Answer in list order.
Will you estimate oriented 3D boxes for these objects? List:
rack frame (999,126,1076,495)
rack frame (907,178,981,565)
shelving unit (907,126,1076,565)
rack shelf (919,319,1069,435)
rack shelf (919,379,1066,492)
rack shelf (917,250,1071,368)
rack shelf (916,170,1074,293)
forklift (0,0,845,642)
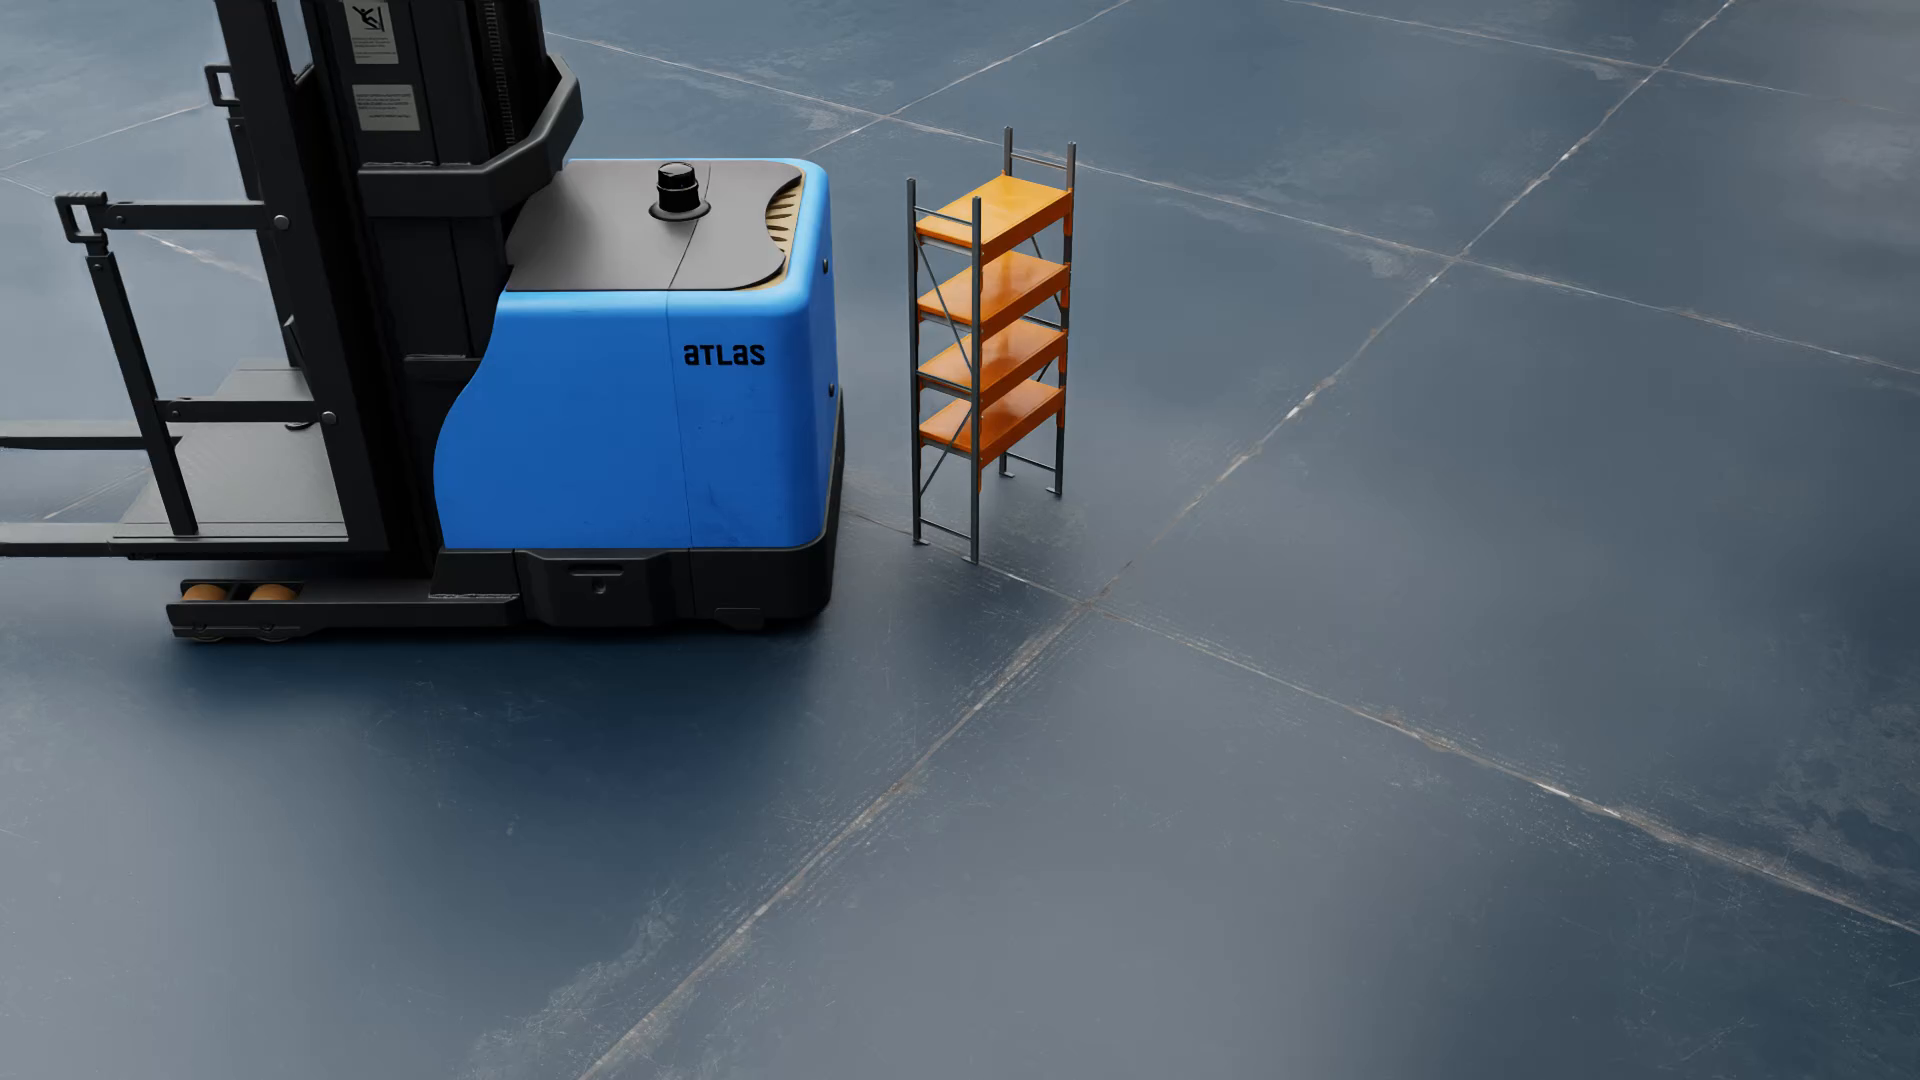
[{"bbox_3d":[0.233,-0.686,5.193,0.240,1.200,0.015,21,39,28],"label":"rack frame"},{"bbox_3d":[-0.045,-0.461,4.861,0.240,1.200,0.015,21,39,28],"label":"rack frame"},{"bbox_3d":[0.094,-0.573,5.027,0.258,1.200,0.503,21,39,28],"label":"shelving unit"},{"bbox_3d":[0.094,-0.517,5.064,0.258,0.148,0.480,21,39,28],"label":"rack shelf"},{"bbox_3d":[0.094,-0.353,5.175,0.258,0.148,0.480,21,39,28],"label":"rack shelf"},{"bbox_3d":[0.094,-0.703,4.939,0.258,0.148,0.480,21,39,28],"label":"rack shelf"},{"bbox_3d":[0.094,-0.899,4.806,0.258,0.148,0.480,21,39,28],"label":"rack shelf"},{"bbox_3d":[-1.897,-1.216,4.432,3.031,2.935,1.130,0,34,0],"label":"forklift"}]
